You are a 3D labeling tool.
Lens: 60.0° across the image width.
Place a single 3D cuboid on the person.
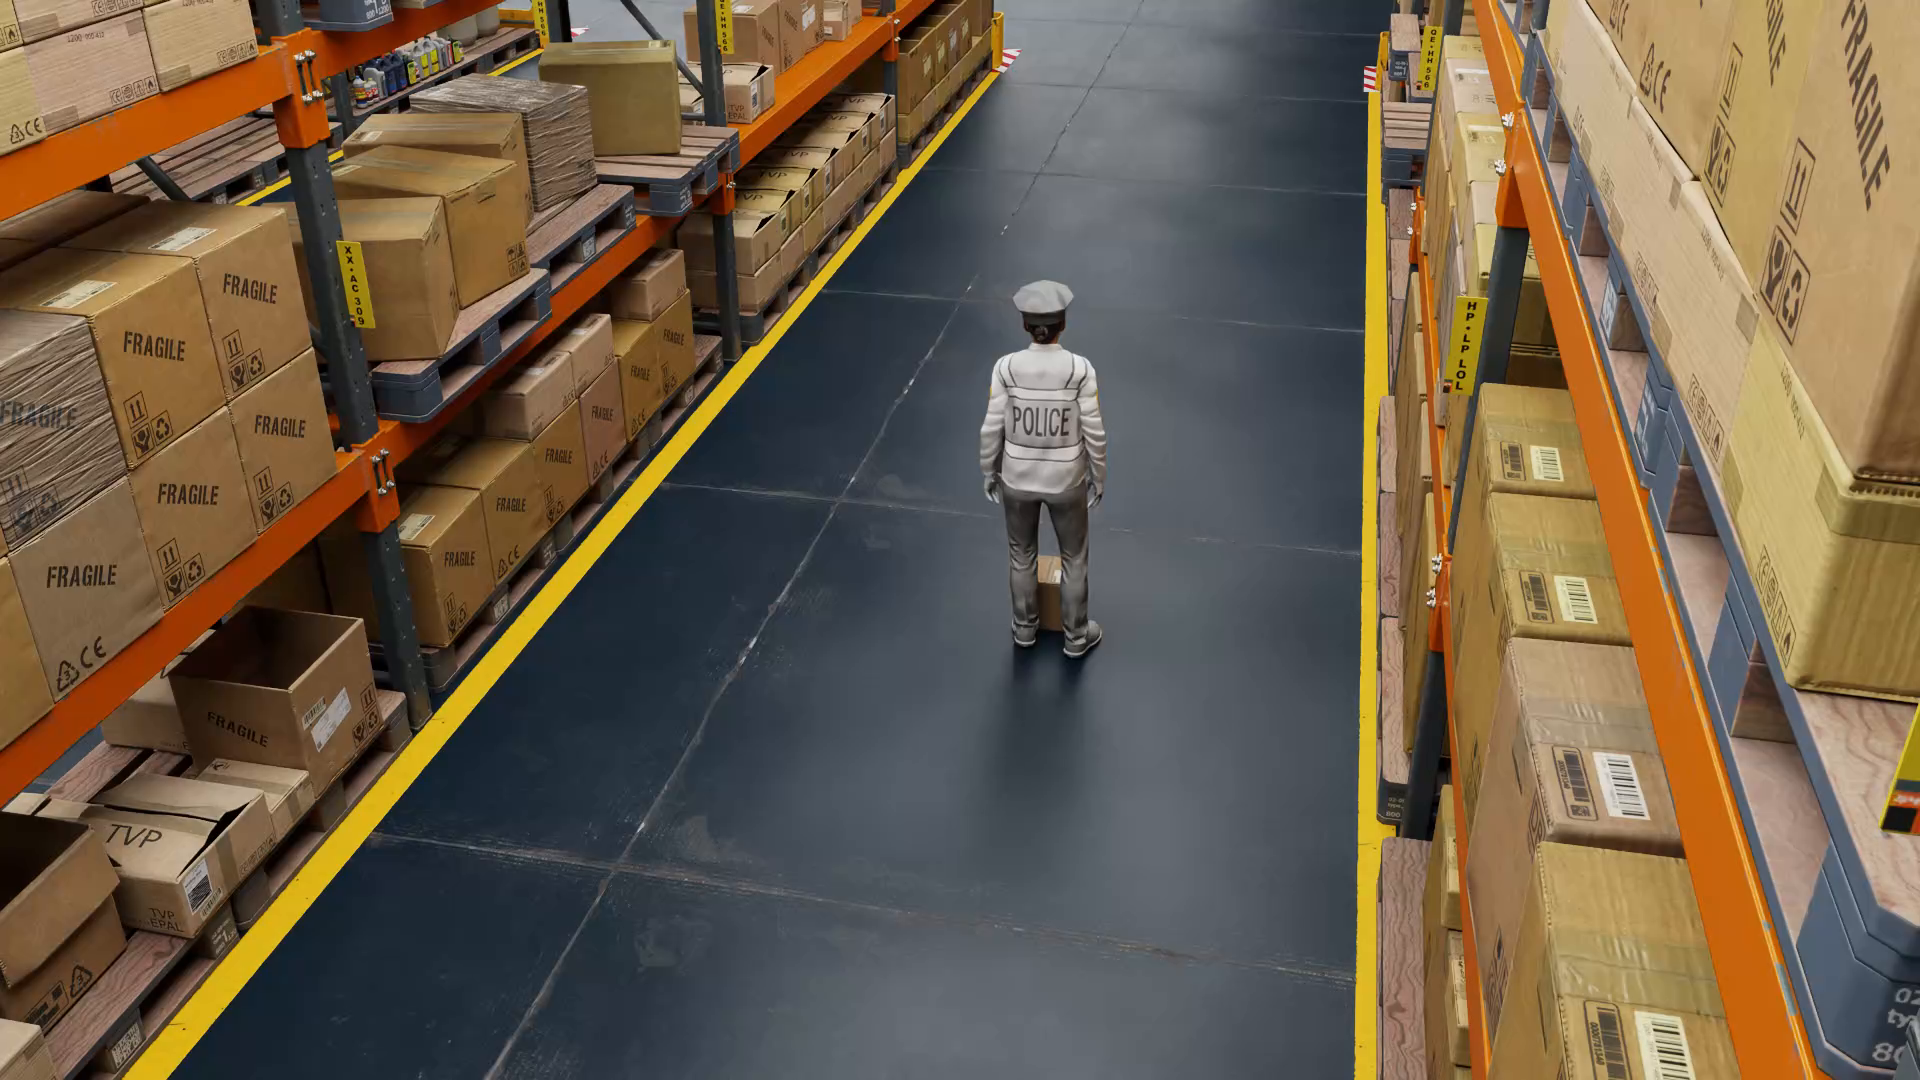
[{"bbox_3d":[0.360,-0.271,7.108,0.547,1.666,0.412,4,29,8],"label":"person"}]
